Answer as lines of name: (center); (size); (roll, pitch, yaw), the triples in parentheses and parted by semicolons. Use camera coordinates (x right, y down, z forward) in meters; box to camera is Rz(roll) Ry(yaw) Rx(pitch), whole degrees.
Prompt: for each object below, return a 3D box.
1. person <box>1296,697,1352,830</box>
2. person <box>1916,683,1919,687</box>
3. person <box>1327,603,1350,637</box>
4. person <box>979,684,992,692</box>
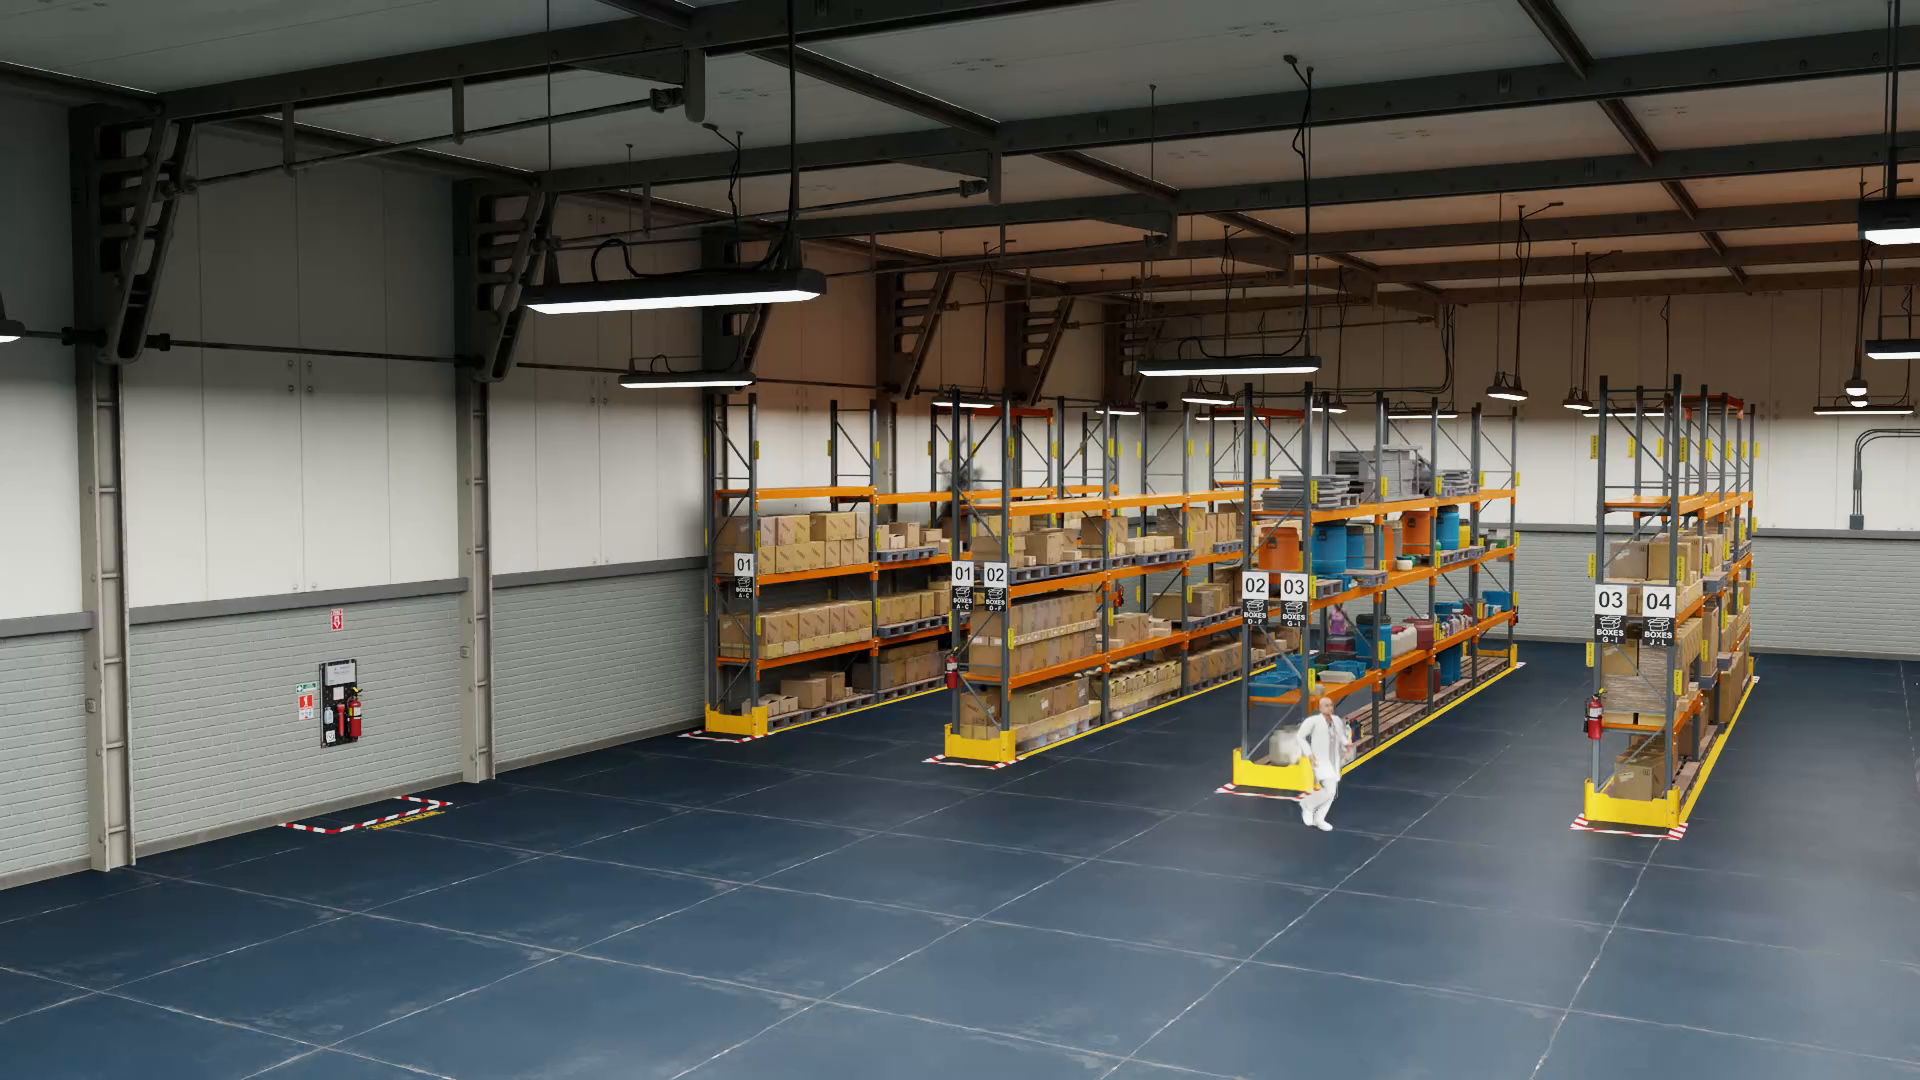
person: (4.844, 2.946, 21.913); (0.692, 1.747, 0.650); (-2, 4, -30)
person: (20.641, 2.265, 34.915); (0.768, 1.808, 0.708); (0, 3, 3)
person: (8.626, 2.176, 38.005); (0.563, 1.566, 0.742); (1, 3, 15)
person: (0.554, 2.551, 31.167); (0.625, 1.526, 0.726); (1, 3, 18)
